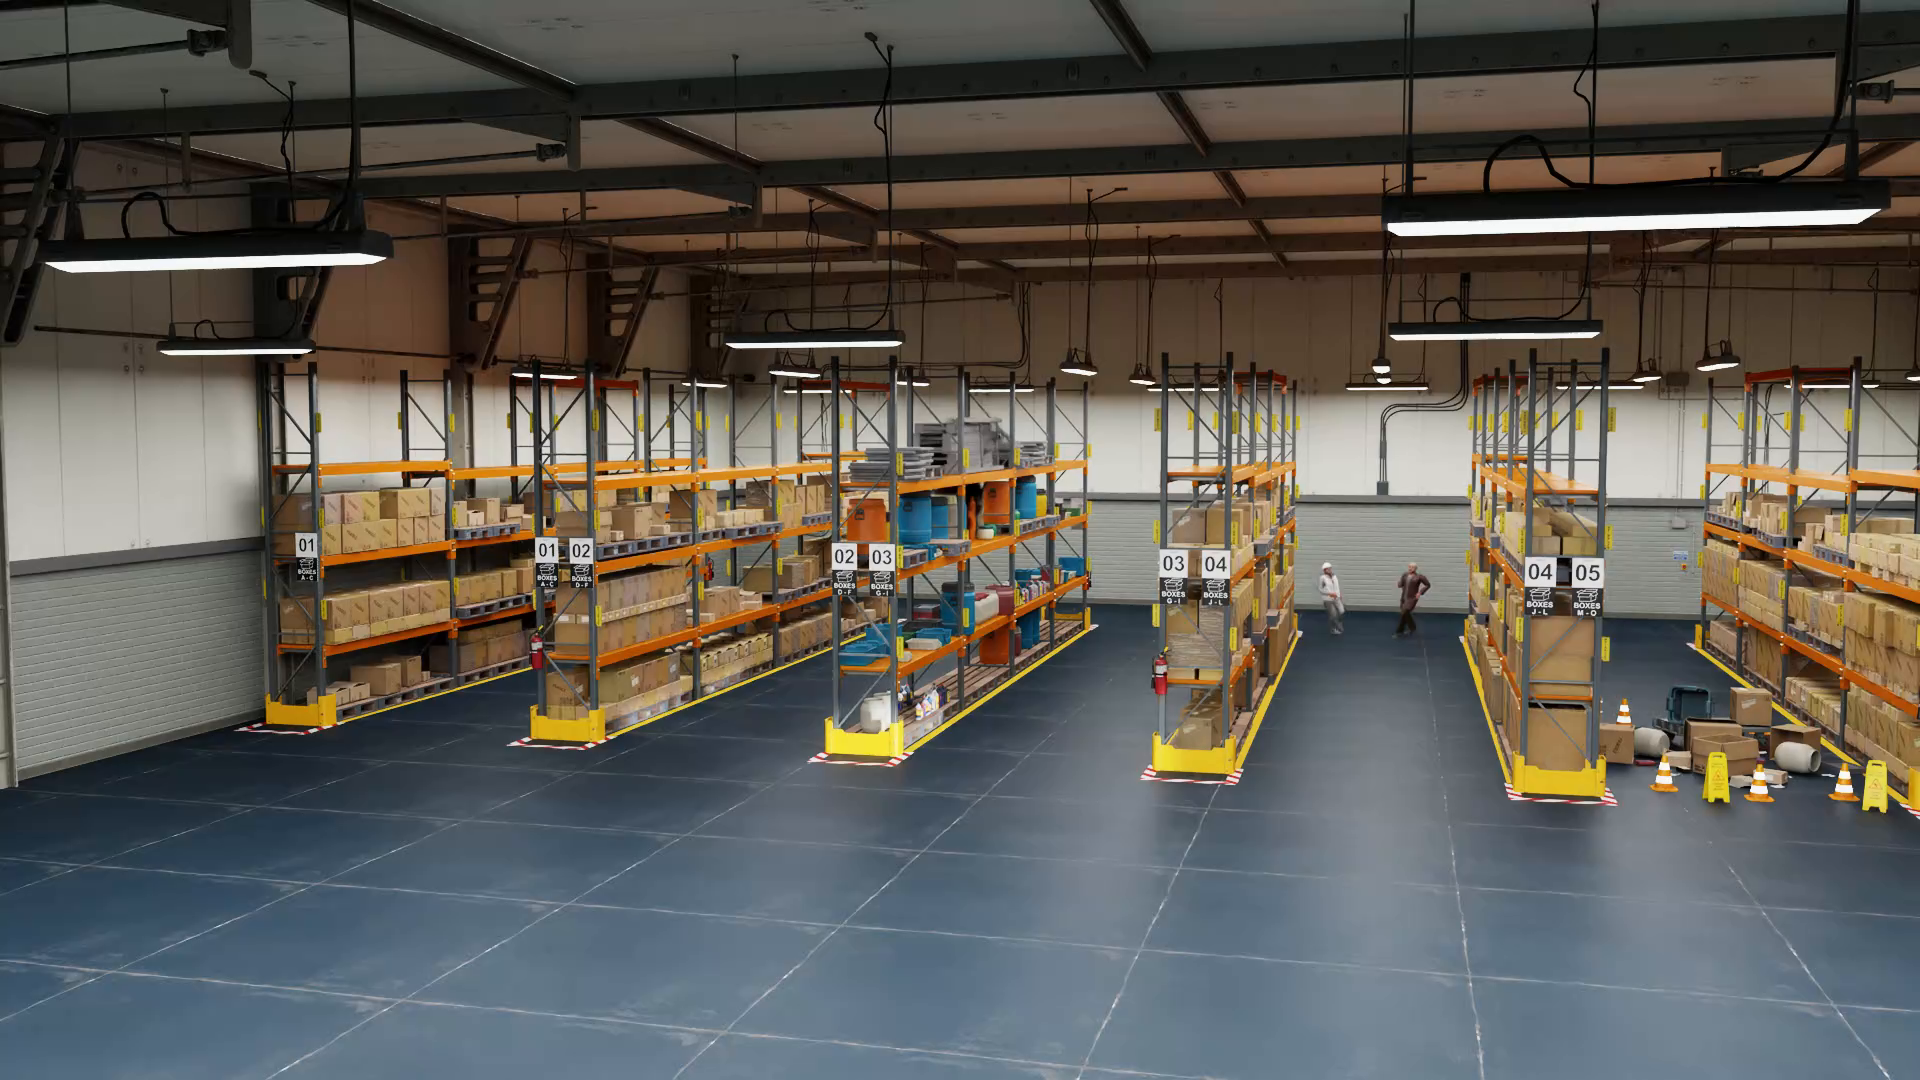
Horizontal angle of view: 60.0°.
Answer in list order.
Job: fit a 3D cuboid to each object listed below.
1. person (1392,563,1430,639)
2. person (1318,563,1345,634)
[{"bbox_3d":[10.505,1.414,38.655,0.818,1.801,0.710,-2,5,-28],"label":"person"},{"bbox_3d":[8.762,1.384,39.184,0.660,1.703,0.617,-1,4,-17],"label":"person"}]
